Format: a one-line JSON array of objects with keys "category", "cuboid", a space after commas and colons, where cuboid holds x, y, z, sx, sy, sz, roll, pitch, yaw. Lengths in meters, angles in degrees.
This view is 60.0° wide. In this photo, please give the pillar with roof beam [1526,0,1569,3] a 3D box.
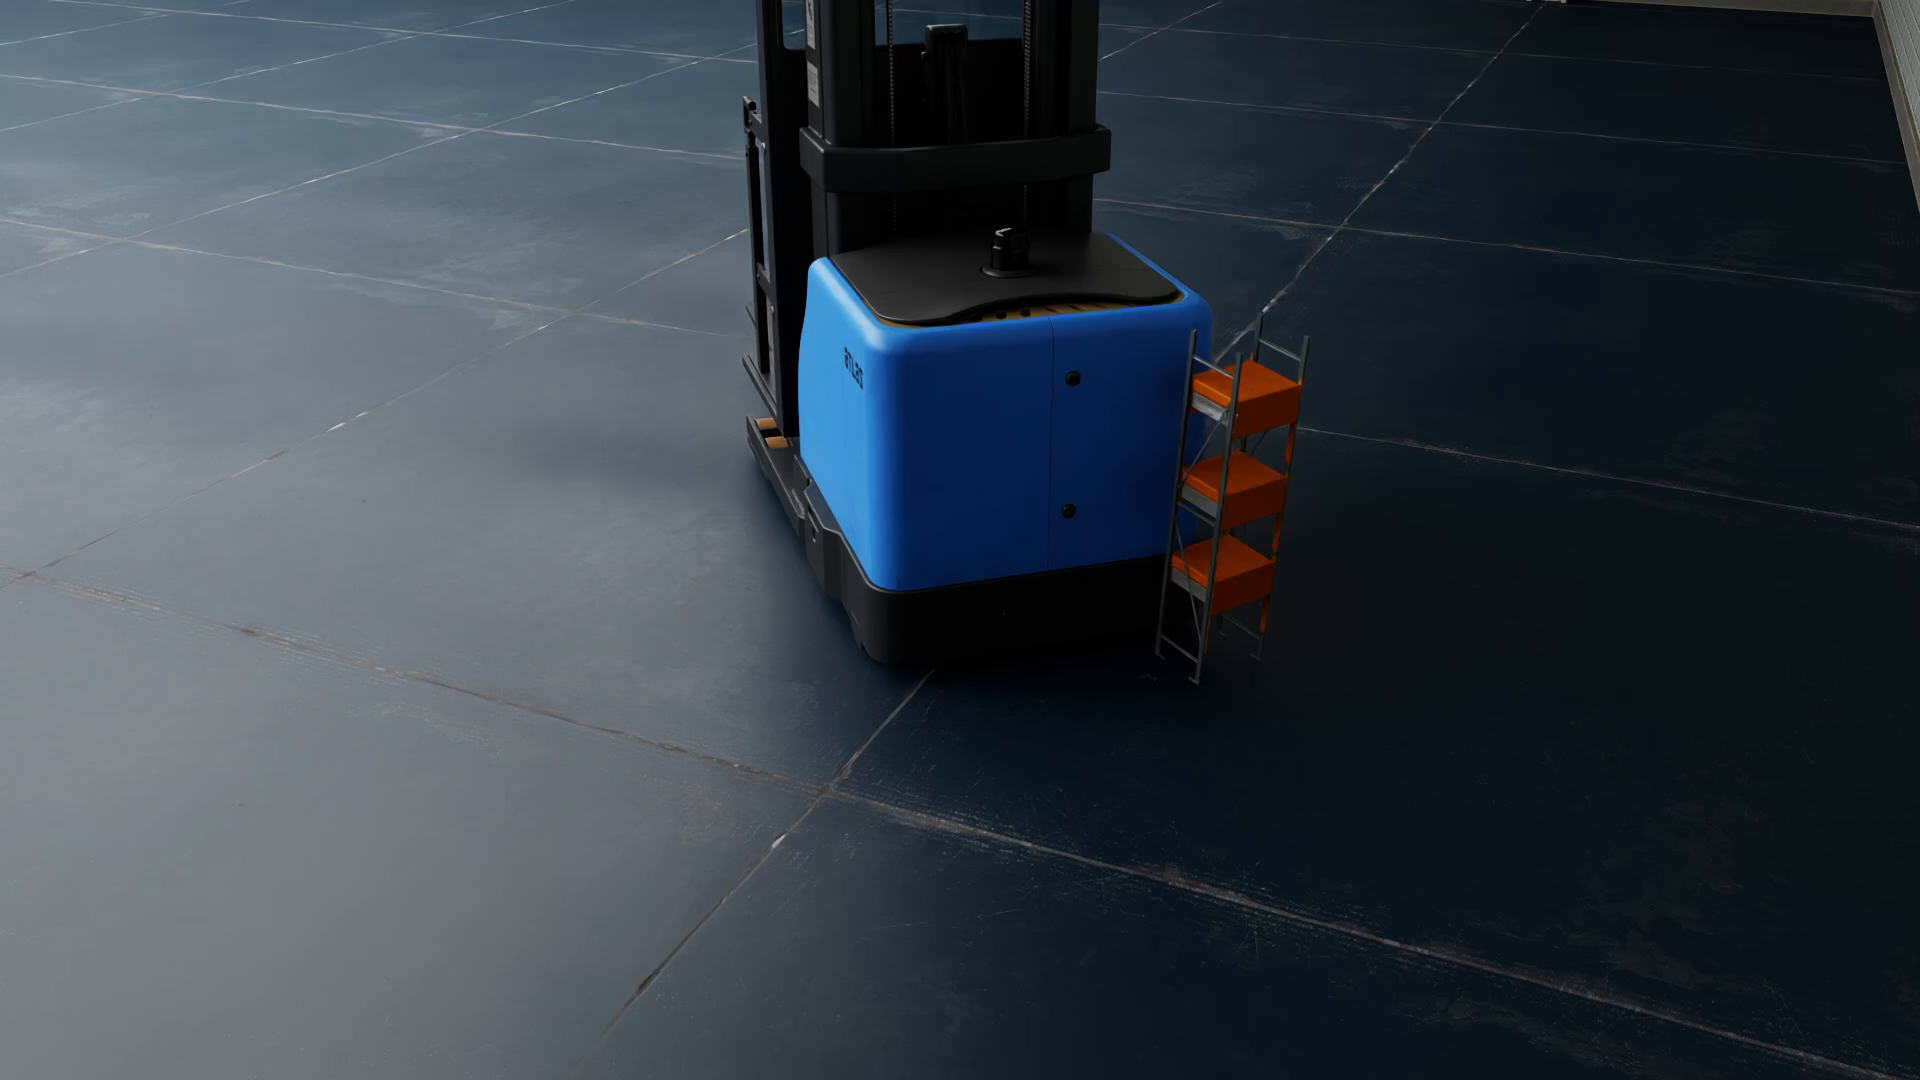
[{"category": "pillar with roof beam", "cuboid": [4.200, -7.803, 11.412, 0.400, 9.000, 9.100, 11, 28, 22]}]

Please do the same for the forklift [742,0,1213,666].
[{"category": "forklift", "cuboid": [-0.182, -1.579, 5.638, 1.130, 2.935, 3.031, -8, 27, -15]}]

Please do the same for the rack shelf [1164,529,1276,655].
[{"category": "rack shelf", "cuboid": [0.757, 0.148, 4.898, 0.240, 0.259, 0.215, -17, 35, -30]}]

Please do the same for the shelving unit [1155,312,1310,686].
[{"category": "shelving unit", "cuboid": [0.767, -0.103, 4.756, 0.252, 1.050, 0.215, -17, 35, -30]}]

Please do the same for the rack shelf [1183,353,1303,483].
[{"category": "rack shelf", "cuboid": [0.777, -0.341, 4.622, 0.240, 0.259, 0.215, -17, 35, -30]}]

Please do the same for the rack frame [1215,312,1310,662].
[{"category": "rack frame", "cuboid": [0.868, -0.134, 4.817, 0.008, 1.050, 0.200, -17, 35, -30]}]

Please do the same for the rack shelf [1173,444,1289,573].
[{"category": "rack shelf", "cuboid": [0.767, -0.094, 4.761, 0.240, 0.259, 0.215, -17, 35, -30]}]

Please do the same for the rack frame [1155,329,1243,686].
[{"category": "rack frame", "cuboid": [0.666, -0.073, 4.695, 0.008, 1.050, 0.200, -17, 35, -30]}]
